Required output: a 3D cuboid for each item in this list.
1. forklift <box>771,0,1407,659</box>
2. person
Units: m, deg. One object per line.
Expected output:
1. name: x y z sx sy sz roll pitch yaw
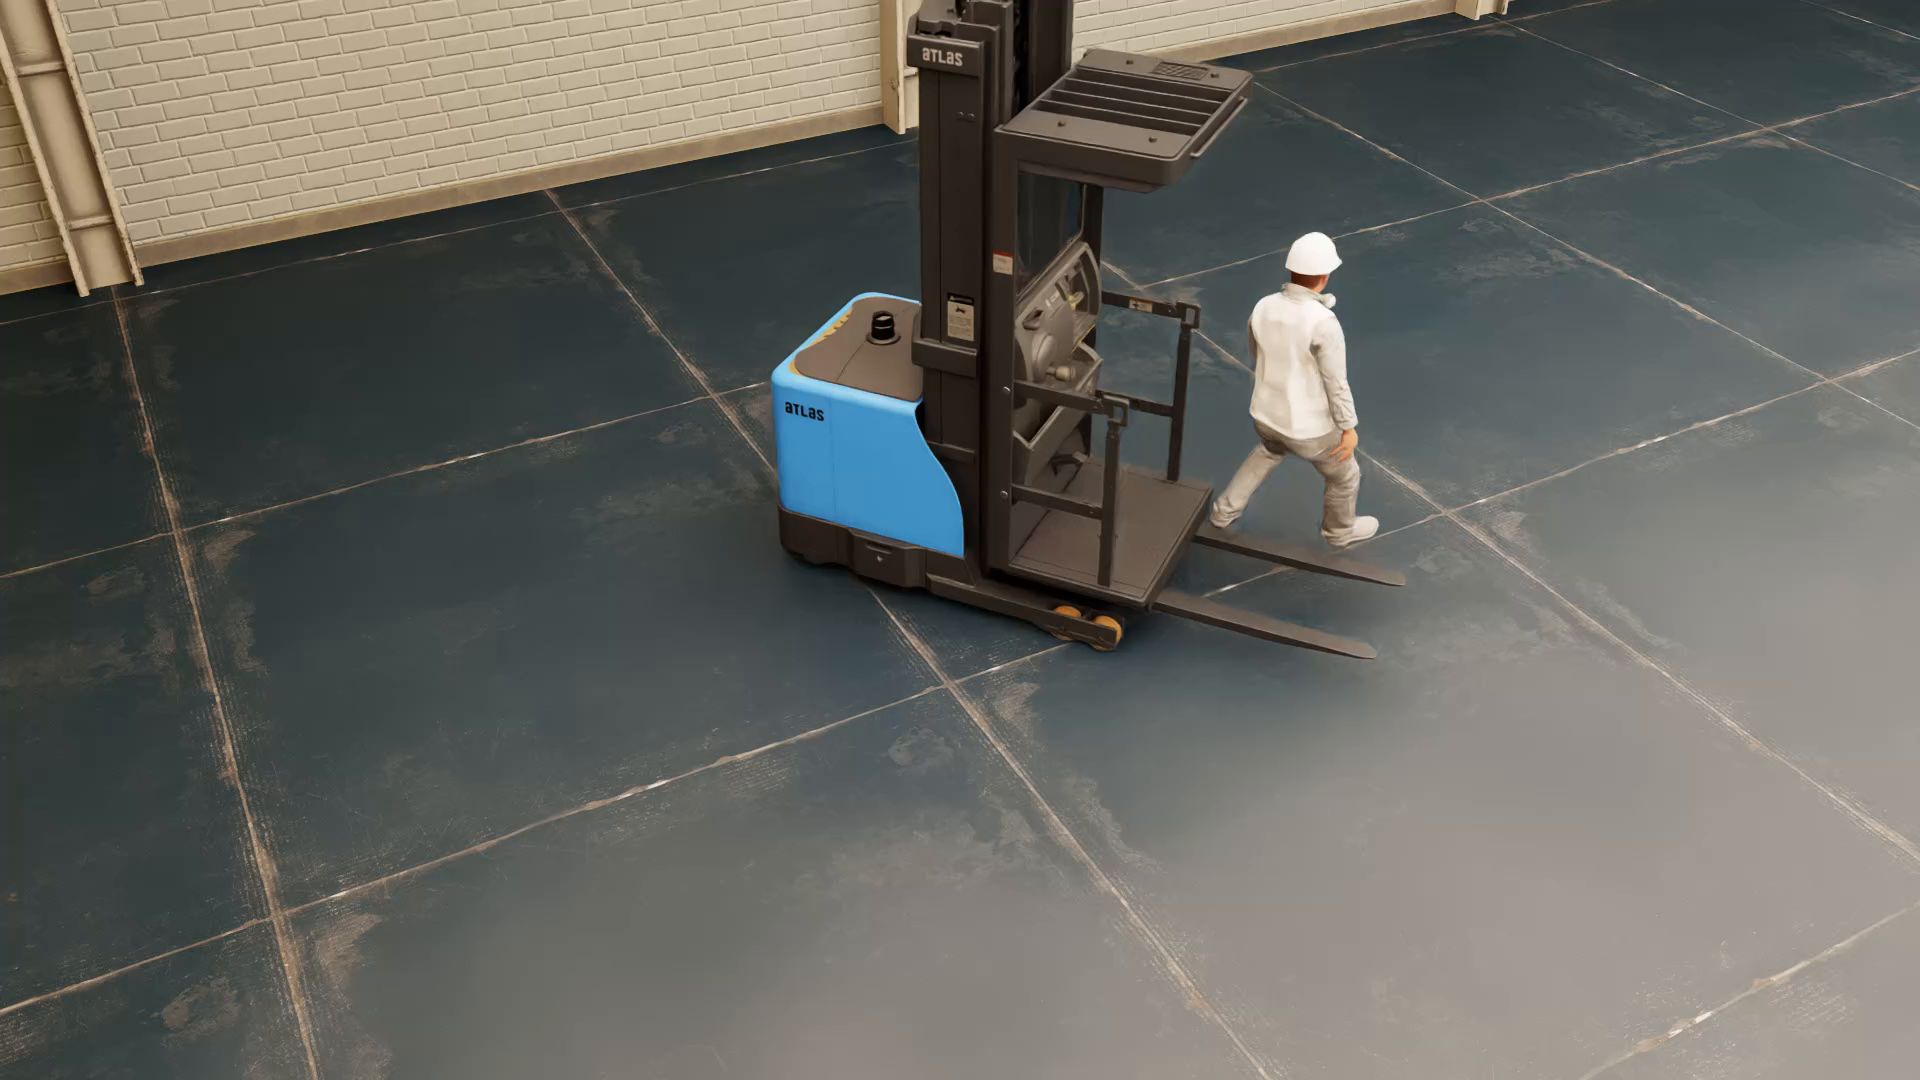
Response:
1. forklift: 0.639 -1.019 7.564 3.031 2.935 1.130 15 38 20
2. person: 1.707 -0.692 7.971 0.762 1.697 0.748 -25 42 -30
